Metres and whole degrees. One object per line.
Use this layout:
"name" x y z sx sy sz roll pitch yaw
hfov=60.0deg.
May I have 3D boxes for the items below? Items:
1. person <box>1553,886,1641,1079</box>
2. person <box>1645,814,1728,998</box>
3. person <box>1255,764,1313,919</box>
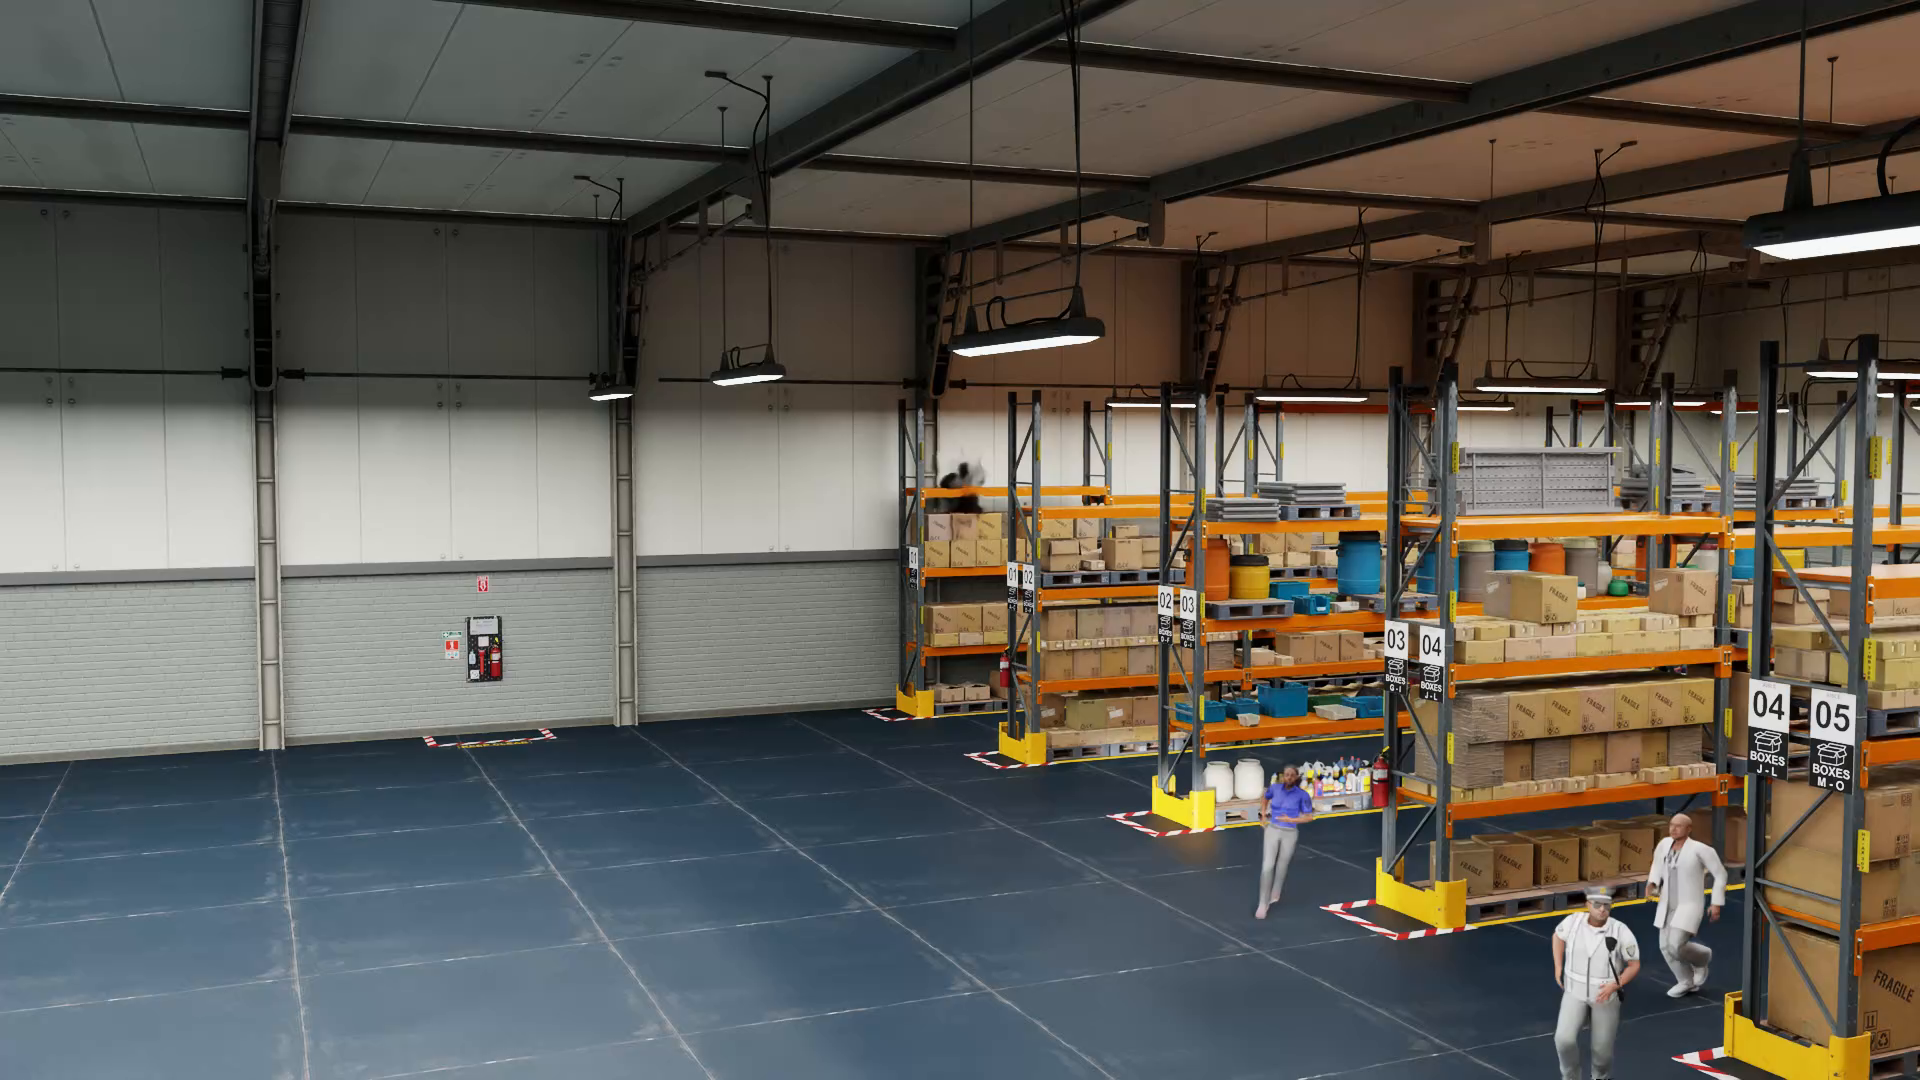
"person" 4.901 3.544 12.882 0.674 1.797 0.673 2 4 30
"person" 6.712 3.404 15.484 0.646 1.722 0.714 -2 4 -30
"person" 3.590 3.297 18.306 0.592 1.684 0.799 1 3 17
